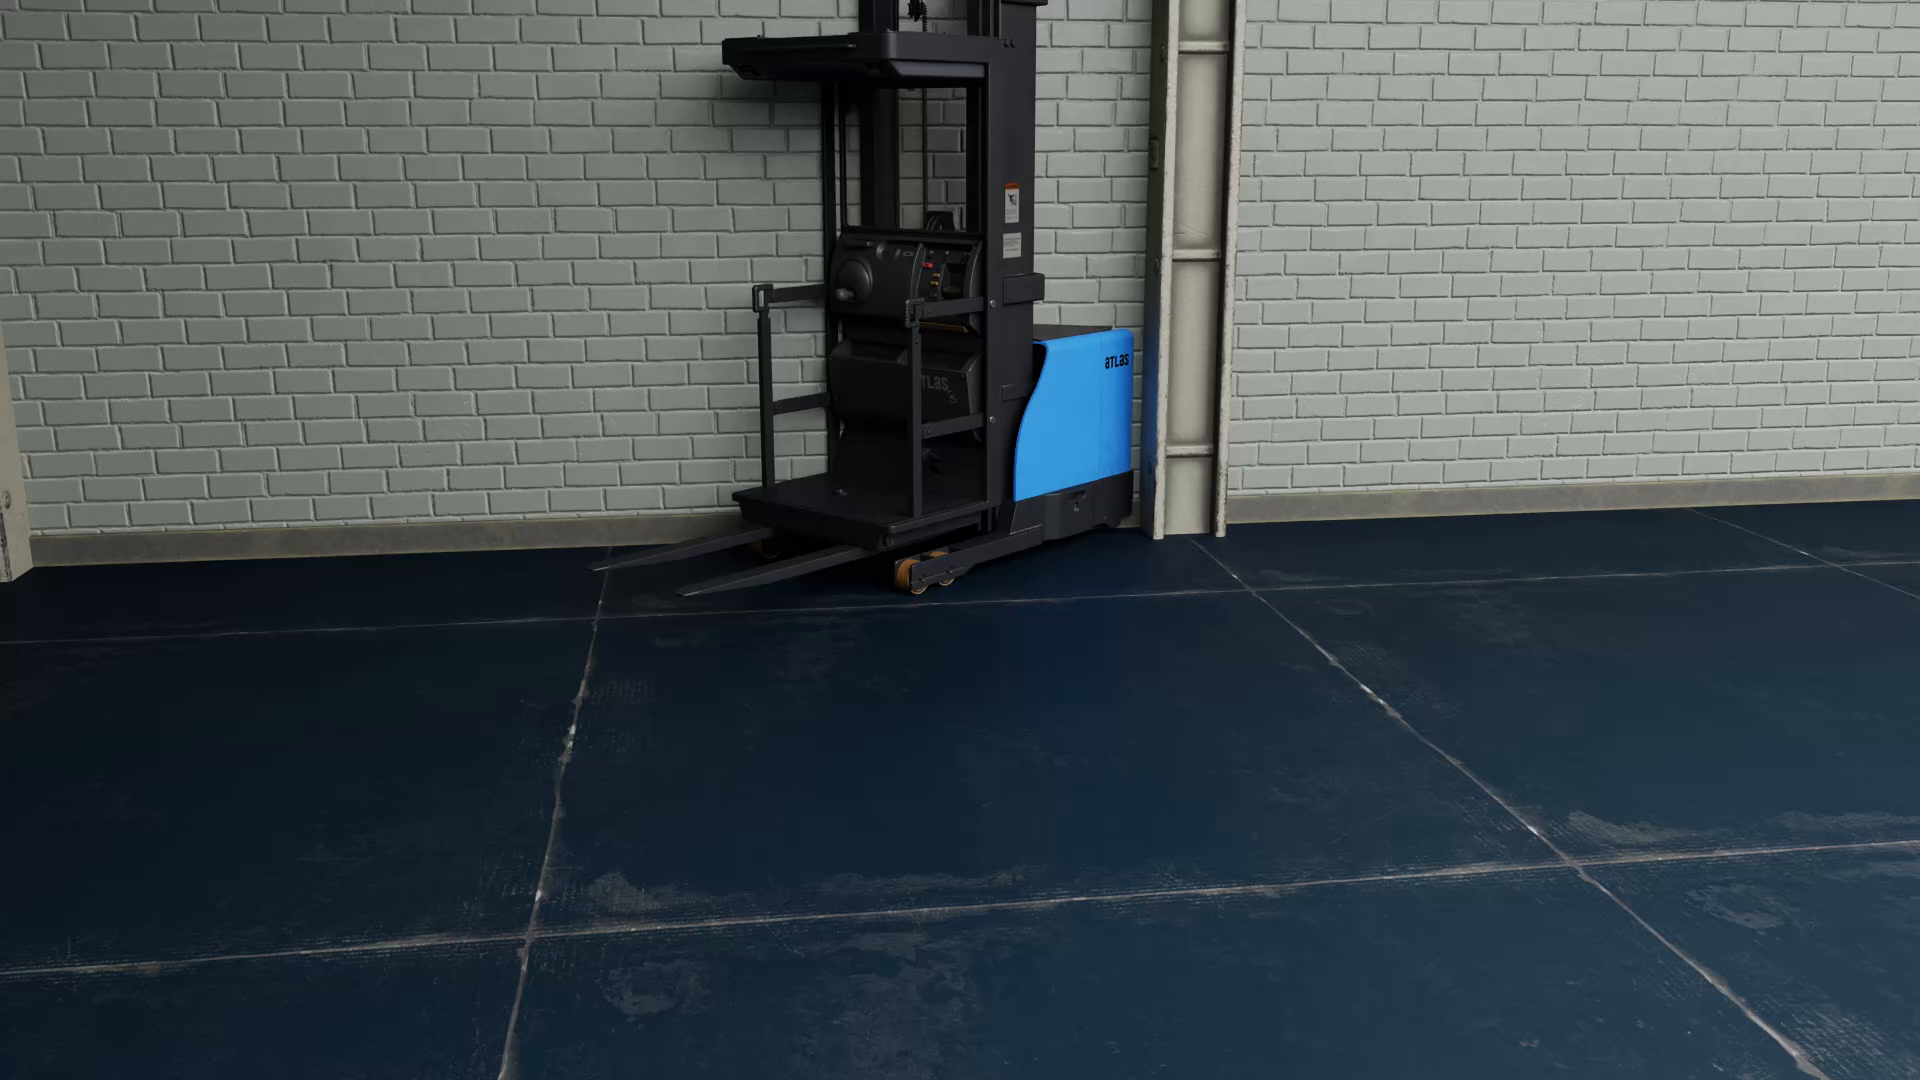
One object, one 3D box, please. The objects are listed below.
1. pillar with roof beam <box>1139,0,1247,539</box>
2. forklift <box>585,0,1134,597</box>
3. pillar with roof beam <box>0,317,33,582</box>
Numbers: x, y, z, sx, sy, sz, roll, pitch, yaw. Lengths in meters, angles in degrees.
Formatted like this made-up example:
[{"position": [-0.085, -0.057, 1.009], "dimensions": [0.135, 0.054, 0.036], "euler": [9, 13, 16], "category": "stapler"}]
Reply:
[{"position": [1.829, -3.378, 3.692], "dimensions": [0.400, 9.000, 9.100], "euler": [-2, 14, -8], "category": "pillar with roof beam"}, {"position": [-0.408, -1.307, 7.907], "dimensions": [1.130, 2.935, 3.031], "euler": [12, 18, 39], "category": "forklift"}, {"position": [-4.104, -3.161, 2.825], "dimensions": [0.400, 9.000, 9.100], "euler": [-2, 14, -8], "category": "pillar with roof beam"}]
